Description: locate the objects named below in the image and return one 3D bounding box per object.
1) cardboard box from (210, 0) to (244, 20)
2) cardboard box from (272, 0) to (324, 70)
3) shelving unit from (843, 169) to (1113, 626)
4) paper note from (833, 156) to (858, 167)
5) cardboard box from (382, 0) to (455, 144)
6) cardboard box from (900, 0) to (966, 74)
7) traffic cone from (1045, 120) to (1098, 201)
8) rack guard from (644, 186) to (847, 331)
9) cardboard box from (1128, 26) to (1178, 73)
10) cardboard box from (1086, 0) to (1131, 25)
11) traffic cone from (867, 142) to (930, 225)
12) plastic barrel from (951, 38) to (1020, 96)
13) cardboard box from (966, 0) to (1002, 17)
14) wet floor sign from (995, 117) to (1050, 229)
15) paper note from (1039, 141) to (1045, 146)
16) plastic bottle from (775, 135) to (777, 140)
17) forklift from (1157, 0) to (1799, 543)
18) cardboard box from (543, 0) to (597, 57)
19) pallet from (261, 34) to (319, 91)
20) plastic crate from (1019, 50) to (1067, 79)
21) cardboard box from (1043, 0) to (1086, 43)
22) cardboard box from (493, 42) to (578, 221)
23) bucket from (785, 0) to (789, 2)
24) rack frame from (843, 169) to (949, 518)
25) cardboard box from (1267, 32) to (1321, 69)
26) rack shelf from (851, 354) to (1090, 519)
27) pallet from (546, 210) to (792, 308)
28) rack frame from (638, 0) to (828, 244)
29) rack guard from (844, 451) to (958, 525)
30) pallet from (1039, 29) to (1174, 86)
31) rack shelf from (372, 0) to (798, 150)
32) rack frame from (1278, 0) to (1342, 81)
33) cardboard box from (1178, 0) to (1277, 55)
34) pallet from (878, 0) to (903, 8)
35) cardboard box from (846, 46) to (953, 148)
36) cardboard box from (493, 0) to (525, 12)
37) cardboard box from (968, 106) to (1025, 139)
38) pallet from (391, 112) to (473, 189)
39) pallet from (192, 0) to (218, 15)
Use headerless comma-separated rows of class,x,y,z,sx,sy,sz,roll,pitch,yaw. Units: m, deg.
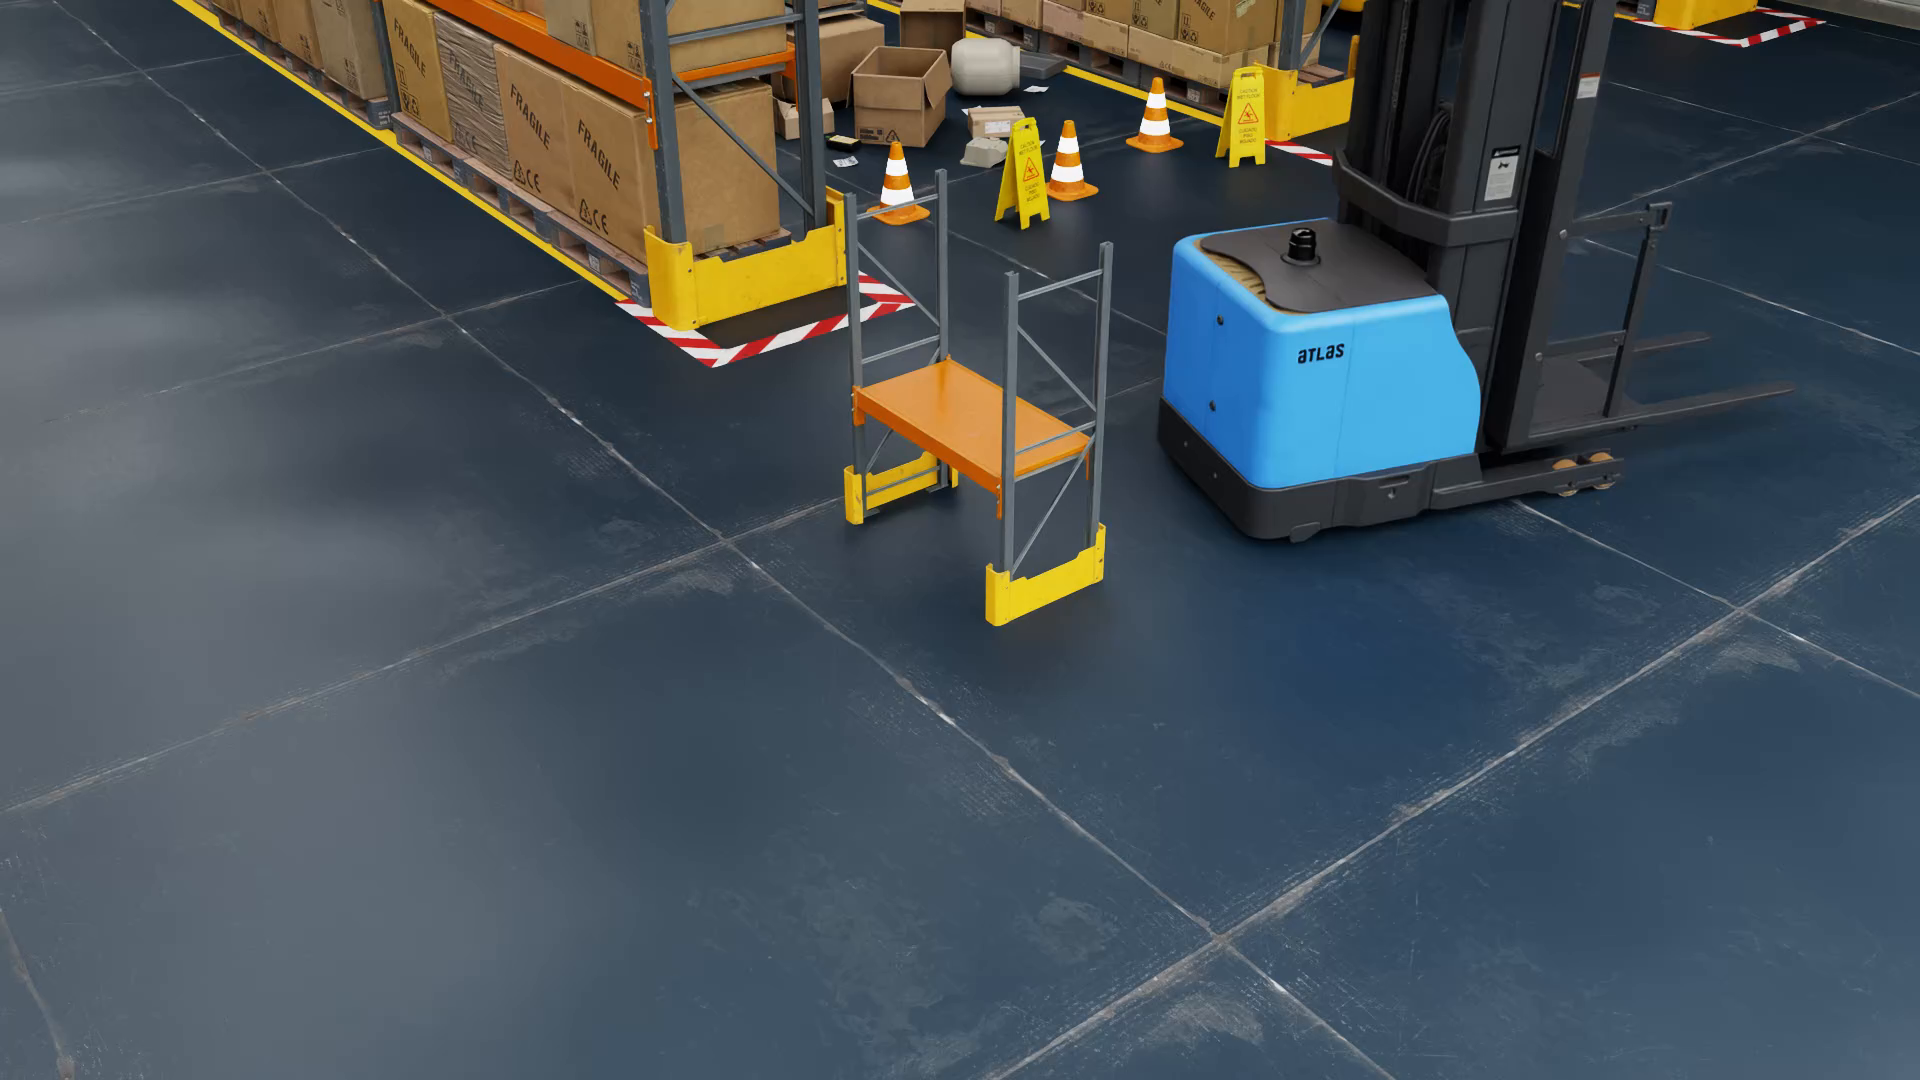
cardboard box,-5.793,-4.946,14.105,1.050,0.750,0.750,-23,38,-32
cardboard box,-4.682,-4.195,12.895,1.050,0.750,0.750,-22,38,-31
shelving unit,0.047,-0.605,6.803,0.587,1.500,1.083,-22,38,-31
paper note,-0.784,-2.596,11.402,0.144,0.017,0.142,-10,33,-15
cardboard box,-3.312,-3.330,11.385,0.875,0.875,0.875,-22,38,-31
cardboard box,-0.212,-4.035,13.271,0.500,0.500,0.500,1,32,2
traffic cone,0.708,-2.499,10.835,0.336,0.463,0.334,-22,38,-31
rack guard,-1.175,-1.600,9.353,1.175,0.500,0.348,-22,38,-31
cardboard box,1.639,-3.794,12.724,0.500,0.250,0.500,-22,38,-31
cardboard box,1.335,-4.323,12.865,0.500,0.500,0.500,-23,39,-32
traffic cone,-0.393,-2.275,10.475,0.336,0.463,0.334,-22,38,-31
plastic barrel,0.196,-3.592,12.633,0.512,0.421,0.421,1,32,2
cardboard box,0.355,-4.660,14.118,0.500,0.250,0.500,-24,39,-33
wet floor sign,0.393,-2.301,10.342,0.232,0.644,0.267,26,40,35
paper note,0.507,-2.804,11.736,0.142,0.019,0.148,18,36,27
plastic bottle,-1.414,-2.801,11.702,0.133,0.061,0.283,18,36,27
forklift,2.506,-1.695,7.201,3.031,2.935,1.130,-10,33,-16
cardboard box,-1.807,-3.098,9.253,0.875,0.550,0.550,-22,38,-31
pallet,-4.927,-3.961,13.427,1.003,0.211,1.213,-22,38,-31
plastic crate,0.521,-3.823,13.329,0.583,0.080,0.402,18,36,27
cardboard box,1.018,-4.221,13.411,0.500,0.250,0.500,-23,38,-32
cardboard box,-2.199,-2.575,10.169,0.875,0.875,0.875,-23,39,-32
bucket,-1.738,-4.284,12.966,0.726,0.611,0.620,-10,23,-15
rack frame,-0.259,-0.813,7.138,0.500,1.500,0.032,-22,38,-31
cardboard box,2.383,-3.752,12.656,0.500,0.250,0.500,-23,38,-32
rack shelf,0.052,-0.449,6.892,0.538,0.185,1.000,-22,38,-31
pallet,-1.741,-1.795,9.941,1.003,0.211,1.213,-22,38,-31
rack frame,-1.189,-2.672,8.709,1.000,3.000,0.127,-22,38,-31
rack guard,-0.259,-0.282,7.467,0.587,0.250,0.087,-22,38,-31
pallet,1.398,-4.021,13.524,1.003,0.211,1.213,-22,38,-31
rack shelf,-2.416,-3.200,10.241,1.077,0.370,4.000,-22,38,-31
rack frame,2.659,-4.316,11.356,1.000,3.000,0.127,-22,38,-31
cardboard box,1.962,-3.894,12.174,0.500,0.500,0.500,-22,38,-31
pallet,-0.273,-5.122,15.297,1.003,0.211,1.213,-22,38,-31
cardboard box,-0.418,-3.168,11.874,0.637,0.503,0.797,6,32,10
cardboard box,-2.409,-3.579,10.028,0.875,0.550,0.500,-22,38,-31
cardboard box,0.260,-2.997,11.935,0.380,0.149,0.250,-4,32,-7
pallet,-3.238,-2.812,11.578,1.003,0.211,1.213,-22,38,-31
pallet,-6.573,-5.148,15.338,1.003,0.211,1.213,-22,38,-31
